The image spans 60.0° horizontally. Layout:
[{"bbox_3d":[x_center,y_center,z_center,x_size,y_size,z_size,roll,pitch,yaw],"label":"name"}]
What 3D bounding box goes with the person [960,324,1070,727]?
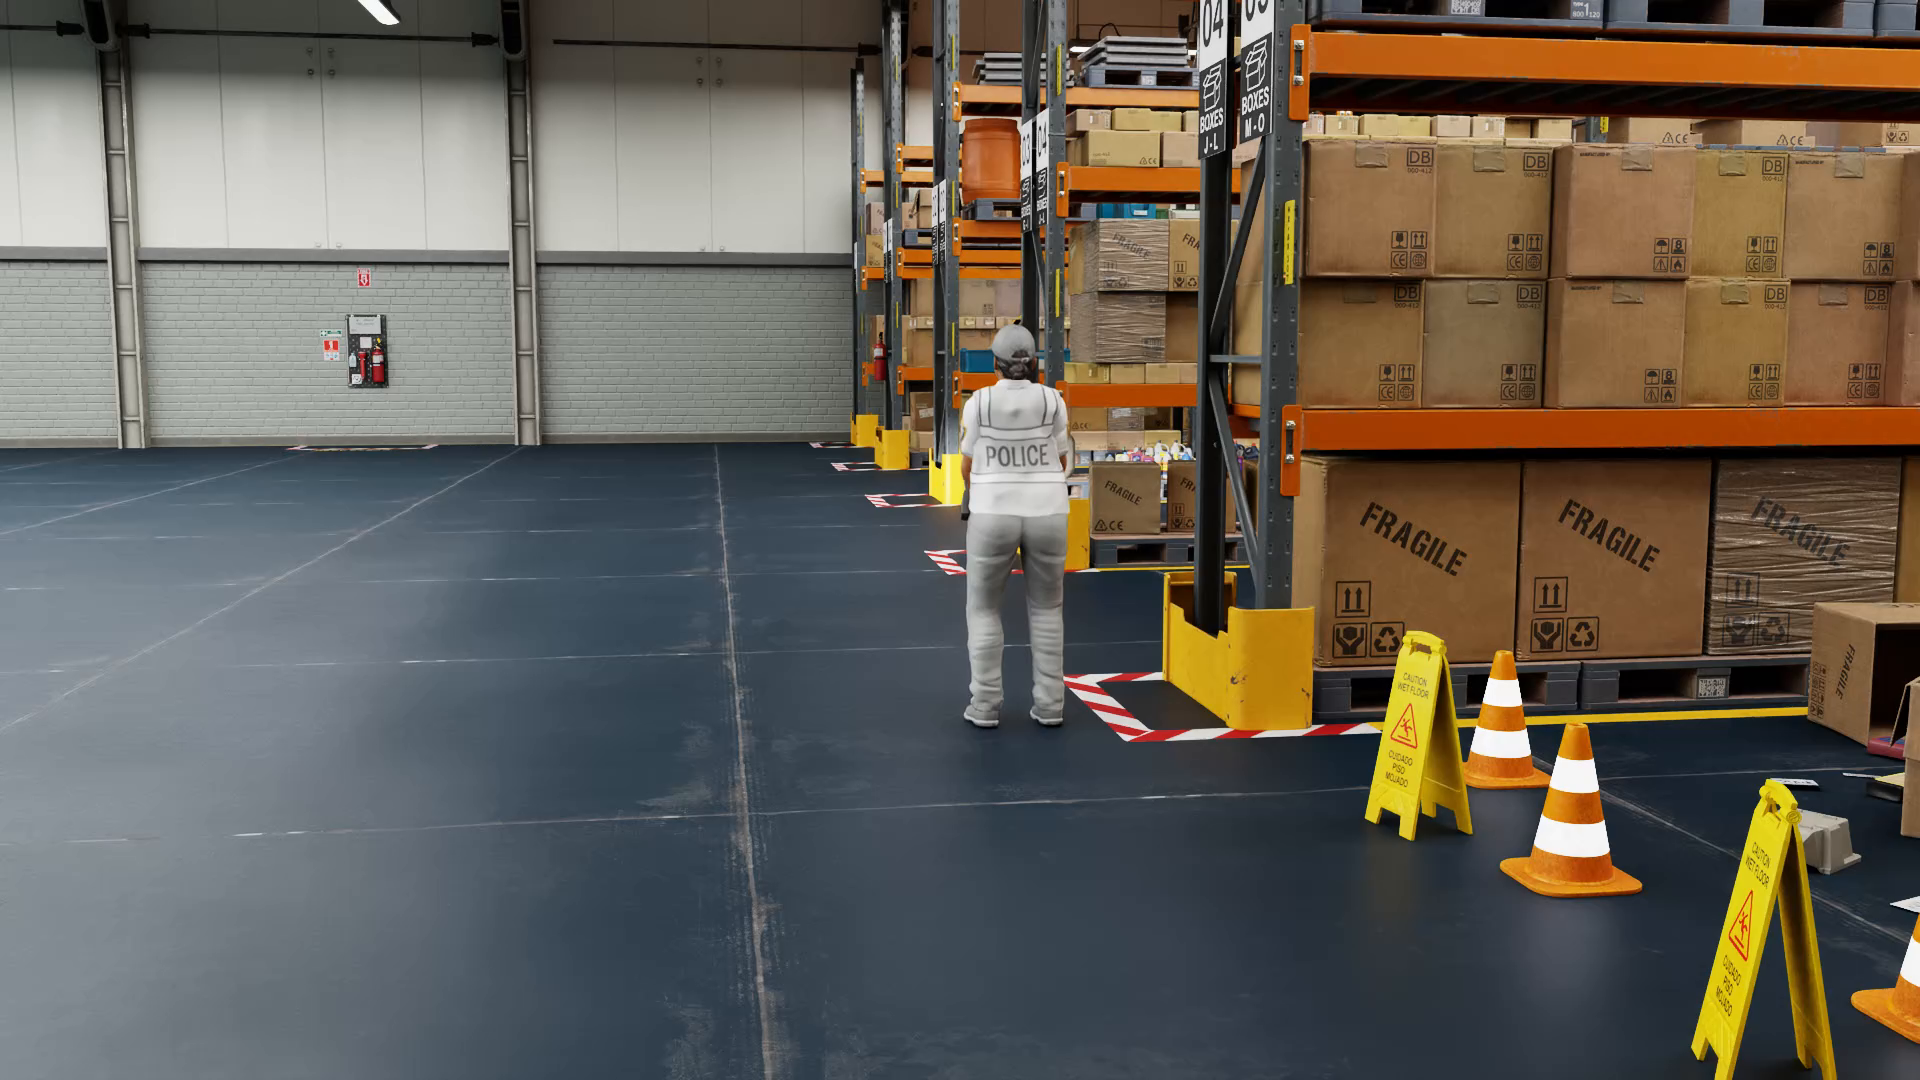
[{"bbox_3d":[0.216,-0.064,6.928,0.453,1.653,0.541,-1,7,-7],"label":"person"}]
